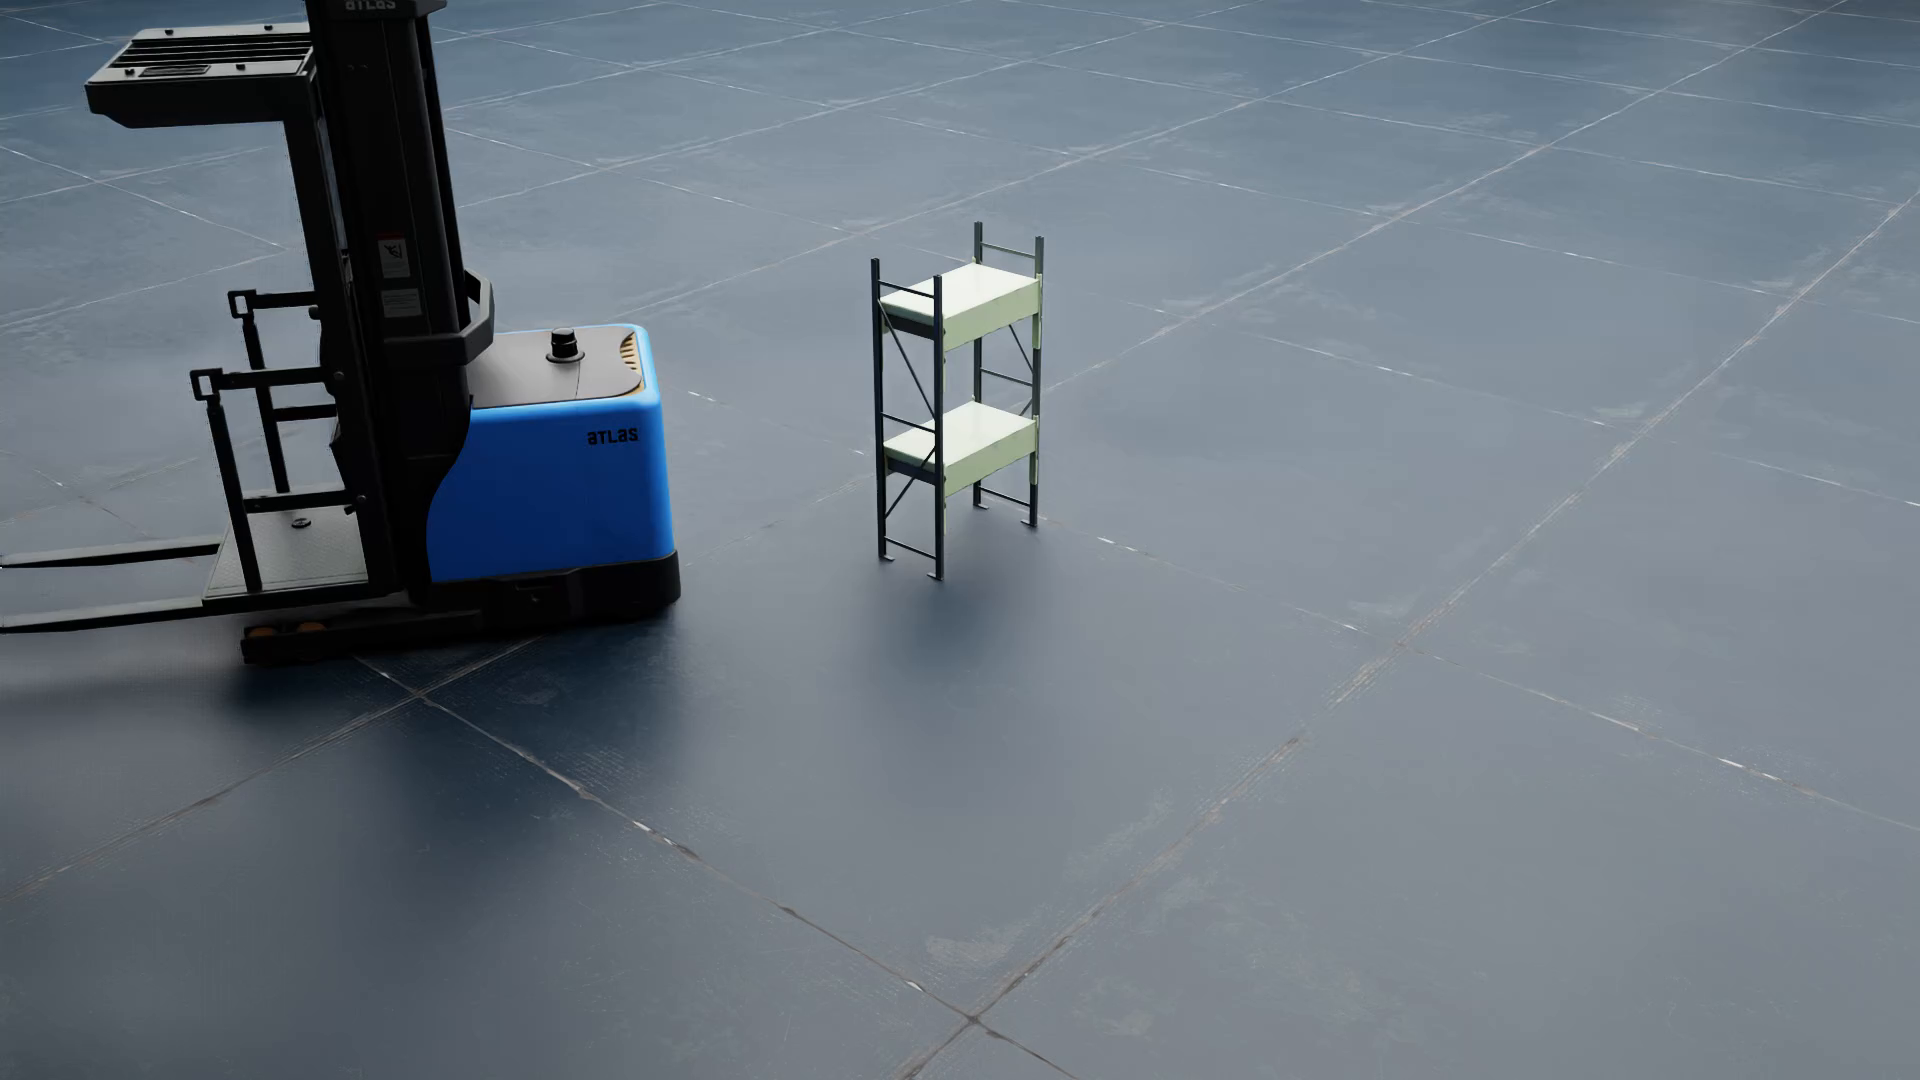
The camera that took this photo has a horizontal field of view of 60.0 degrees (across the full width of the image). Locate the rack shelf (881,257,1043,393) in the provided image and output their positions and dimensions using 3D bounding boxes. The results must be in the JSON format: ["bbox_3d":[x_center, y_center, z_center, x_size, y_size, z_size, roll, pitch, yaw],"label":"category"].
[{"bbox_3d":[-0.004,-1.010,7.721,0.431,0.370,0.720,21,34,34],"label":"rack shelf"}]

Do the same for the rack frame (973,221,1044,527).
[{"bbox_3d":[0.229,-0.794,8.152,0.400,1.500,0.023,21,34,34],"label":"rack frame"}]

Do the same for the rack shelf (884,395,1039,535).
[{"bbox_3d":[-0.004,-0.374,8.051,0.431,0.370,0.720,21,34,34],"label":"rack shelf"}]

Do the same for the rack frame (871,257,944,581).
[{"bbox_3d":[-0.237,-0.534,7.650,0.400,1.500,0.023,21,34,34],"label":"rack frame"}]

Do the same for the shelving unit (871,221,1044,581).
[{"bbox_3d":[-0.004,-0.664,7.901,0.431,1.500,0.755,21,34,34],"label":"shelving unit"}]

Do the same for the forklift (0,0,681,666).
[{"bbox_3d":[-2.850,-1.022,7.036,3.031,2.935,1.130,-6,28,-12],"label":"forklift"}]
